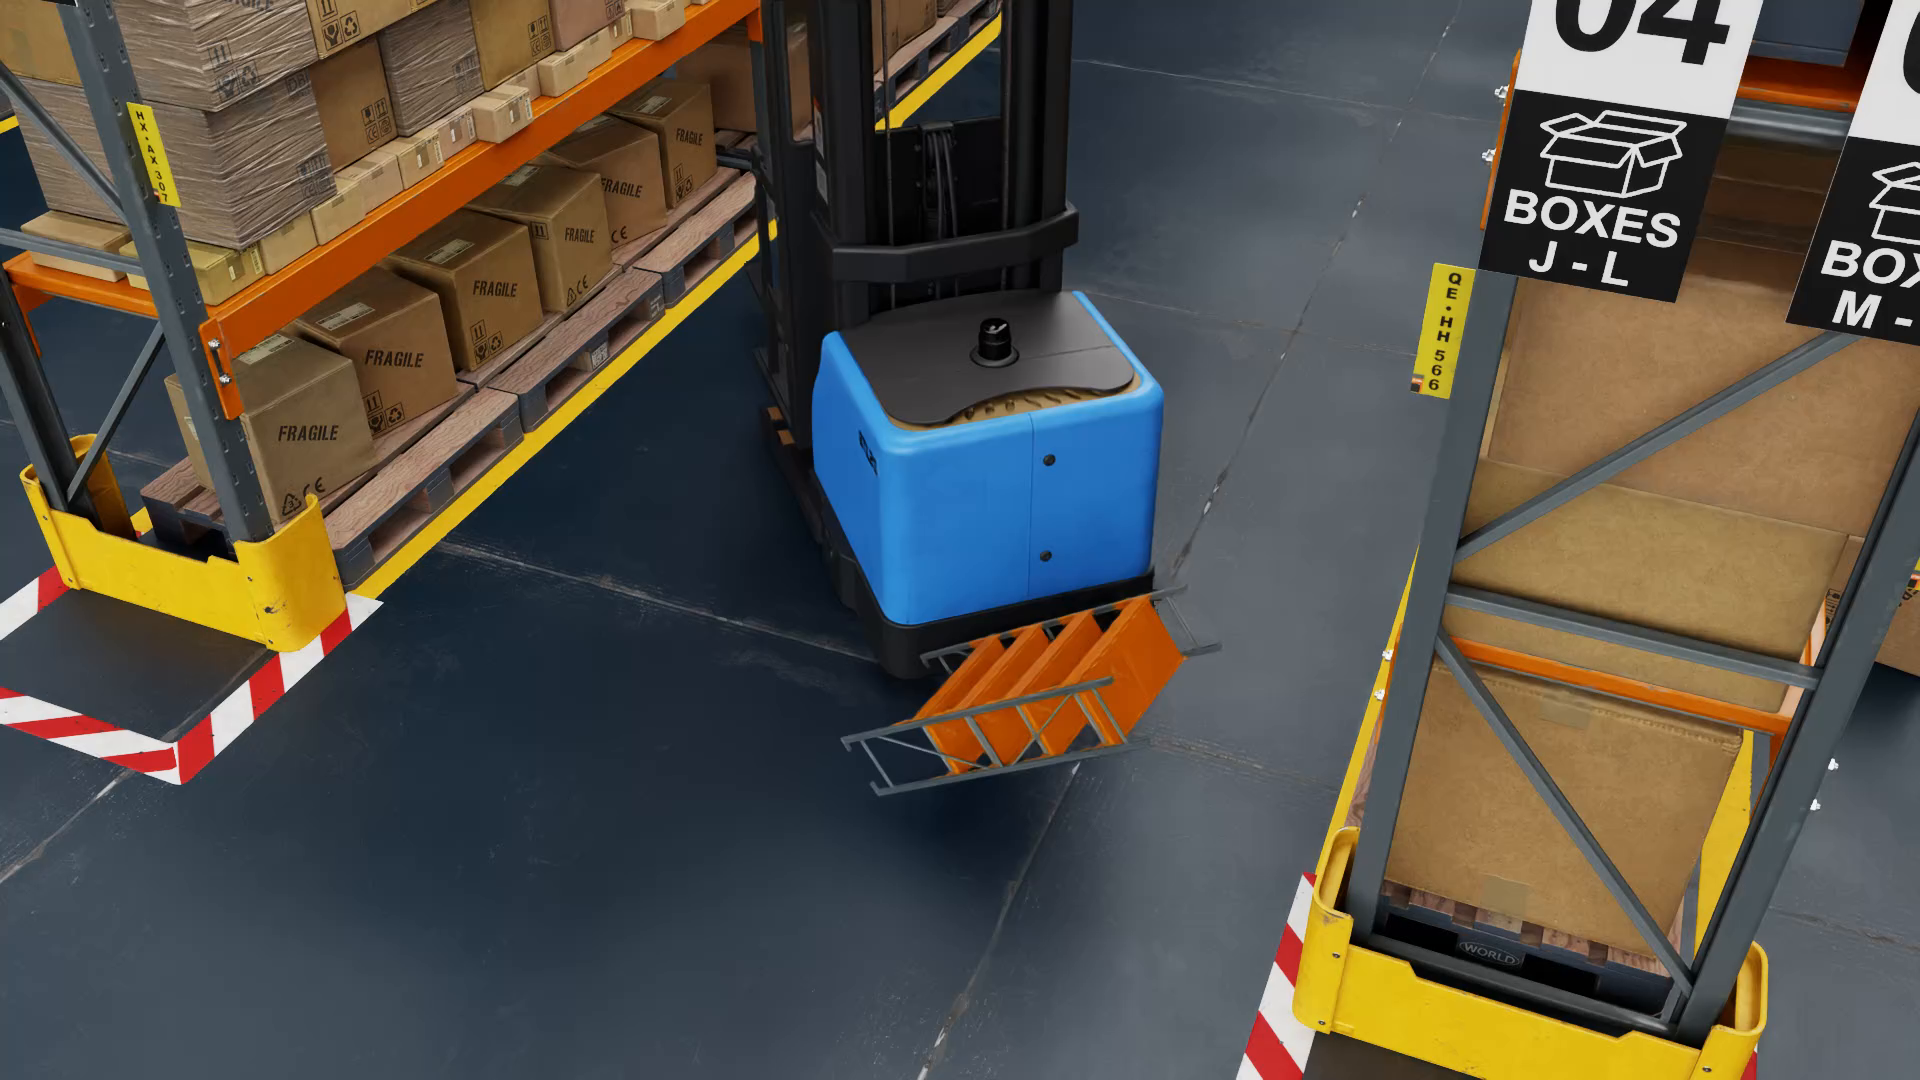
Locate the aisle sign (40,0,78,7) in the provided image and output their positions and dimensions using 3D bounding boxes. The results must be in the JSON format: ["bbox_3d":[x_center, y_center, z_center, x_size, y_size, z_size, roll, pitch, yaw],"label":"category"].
[{"bbox_3d":[-2.721,-1.895,4.608,0.394,0.787,0.004,14,39,18],"label":"aisle sign"}]

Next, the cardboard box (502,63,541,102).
[{"bbox_3d":[-2.013,-1.936,7.045,0.380,0.149,0.250,14,39,18],"label":"cardboard box"}]

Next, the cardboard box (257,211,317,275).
[{"bbox_3d":[-2.533,-1.093,5.917,0.380,0.149,0.250,14,39,18],"label":"cardboard box"}]

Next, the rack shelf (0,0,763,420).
[{"bbox_3d":[-2.214,-1.775,7.221,1.077,0.370,4.000,14,39,18],"label":"rack shelf"}]

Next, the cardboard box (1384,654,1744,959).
[{"bbox_3d":[1.770,0.522,4.970,0.875,0.875,0.875,14,39,18],"label":"cardboard box"}]

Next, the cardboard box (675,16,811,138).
[{"bbox_3d":[-1.200,-2.681,9.552,0.700,0.500,0.500,11,38,14],"label":"cardboard box"}]

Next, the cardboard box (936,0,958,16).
[{"bbox_3d":[-0.367,-3.875,11.149,0.700,0.500,0.500,11,38,14],"label":"cardboard box"}]

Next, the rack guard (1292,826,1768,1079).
[{"bbox_3d":[1.564,1.244,4.668,1.175,0.500,0.348,14,39,18],"label":"rack guard"}]

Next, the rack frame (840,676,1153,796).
[{"bbox_3d":[0.077,0.620,5.132,1.200,0.240,0.015,-18,19,44],"label":"rack frame"}]

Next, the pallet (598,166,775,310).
[{"bbox_3d":[-1.676,-1.674,8.813,1.003,0.211,1.213,14,39,18],"label":"pallet"}]

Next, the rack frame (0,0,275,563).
[{"bbox_3d":[-2.975,-0.956,5.524,1.000,3.000,0.127,14,39,18],"label":"rack frame"}]

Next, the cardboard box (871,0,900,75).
[{"bbox_3d":[-0.788,-3.250,10.314,0.700,0.500,0.500,11,38,14],"label":"cardboard box"}]

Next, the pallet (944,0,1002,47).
[{"bbox_3d":[-0.230,-3.836,11.706,1.003,0.211,1.213,14,39,18],"label":"pallet"}]

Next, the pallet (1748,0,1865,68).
[{"bbox_3d":[1.846,-1.349,3.618,1.003,0.211,1.213,14,39,18],"label":"pallet"}]

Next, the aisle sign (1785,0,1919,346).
[{"bbox_3d":[1.824,-0.704,3.015,0.394,0.787,0.004,14,39,18],"label":"aisle sign"}]

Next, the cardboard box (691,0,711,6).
[{"bbox_3d":[-1.367,-2.748,8.131,0.380,0.149,0.250,14,39,18],"label":"cardboard box"}]

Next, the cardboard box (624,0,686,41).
[{"bbox_3d":[-1.510,-2.459,7.745,0.380,0.149,0.250,14,39,18],"label":"cardboard box"}]

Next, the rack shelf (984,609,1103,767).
[{"bbox_3d":[0.311,0.459,5.189,0.148,0.258,0.480,-18,19,44],"label":"rack shelf"}]

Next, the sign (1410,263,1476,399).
[{"bbox_3d":[1.077,-0.460,3.695,0.100,0.325,0.005,14,39,18],"label":"sign"}]

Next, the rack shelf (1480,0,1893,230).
[{"bbox_3d":[2.334,-1.791,4.736,1.077,0.370,4.000,14,39,18],"label":"rack shelf"}]

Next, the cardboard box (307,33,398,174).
[{"bbox_3d":[-2.661,-1.718,6.211,0.875,0.500,0.500,14,39,18],"label":"cardboard box"}]

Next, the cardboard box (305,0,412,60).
[{"bbox_3d":[-2.317,-2.033,5.798,0.500,0.500,0.500,14,39,18],"label":"cardboard box"}]

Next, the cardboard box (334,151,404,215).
[{"bbox_3d":[-2.348,-1.371,6.289,0.380,0.149,0.250,14,39,18],"label":"cardboard box"}]

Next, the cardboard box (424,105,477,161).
[{"bbox_3d":[-2.177,-1.653,6.665,0.380,0.149,0.250,14,39,18],"label":"cardboard box"}]

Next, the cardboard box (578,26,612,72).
[{"bbox_3d":[-1.785,-2.203,7.402,0.380,0.149,0.250,14,39,18],"label":"cardboard box"}]

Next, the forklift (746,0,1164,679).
[{"bbox_3d":[-0.242,-1.559,6.388,1.130,2.935,3.031,-12,38,-15],"label":"forklift"}]

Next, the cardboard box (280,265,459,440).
[{"bbox_3d":[-2.526,-0.804,7.057,0.500,0.500,0.500,25,43,29],"label":"cardboard box"}]

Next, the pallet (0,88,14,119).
[{"bbox_3d":[-6.328,-2.820,10.346,1.003,0.211,1.213,14,39,18],"label":"pallet"}]

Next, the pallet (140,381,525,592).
[{"bbox_3d":[-2.604,-0.323,7.006,1.003,0.211,1.213,14,39,18],"label":"pallet"}]

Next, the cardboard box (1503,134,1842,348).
[{"bbox_3d":[1.874,-0.785,4.268,0.875,0.550,0.550,14,39,18],"label":"cardboard box"}]

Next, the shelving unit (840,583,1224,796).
[{"bbox_3d":[0.204,0.494,5.298,1.200,0.258,0.503,-18,19,44],"label":"shelving unit"}]

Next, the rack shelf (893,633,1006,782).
[{"bbox_3d":[0.023,0.554,5.483,0.148,0.258,0.480,-18,19,44],"label":"rack shelf"}]

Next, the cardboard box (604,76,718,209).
[{"bbox_3d":[-1.642,-2.125,8.825,0.500,0.500,0.500,13,39,16],"label":"cardboard box"}]

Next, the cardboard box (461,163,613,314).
[{"bbox_3d":[-2.017,-1.445,7.915,0.500,0.500,0.500,11,38,14],"label":"cardboard box"}]

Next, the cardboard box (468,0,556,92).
[{"bbox_3d":[-2.230,-2.259,6.935,0.875,0.500,0.500,14,39,18],"label":"cardboard box"}]

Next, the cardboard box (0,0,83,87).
[{"bbox_3d":[-2.994,-1.877,5.588,0.500,0.500,0.500,14,39,18],"label":"cardboard box"}]
